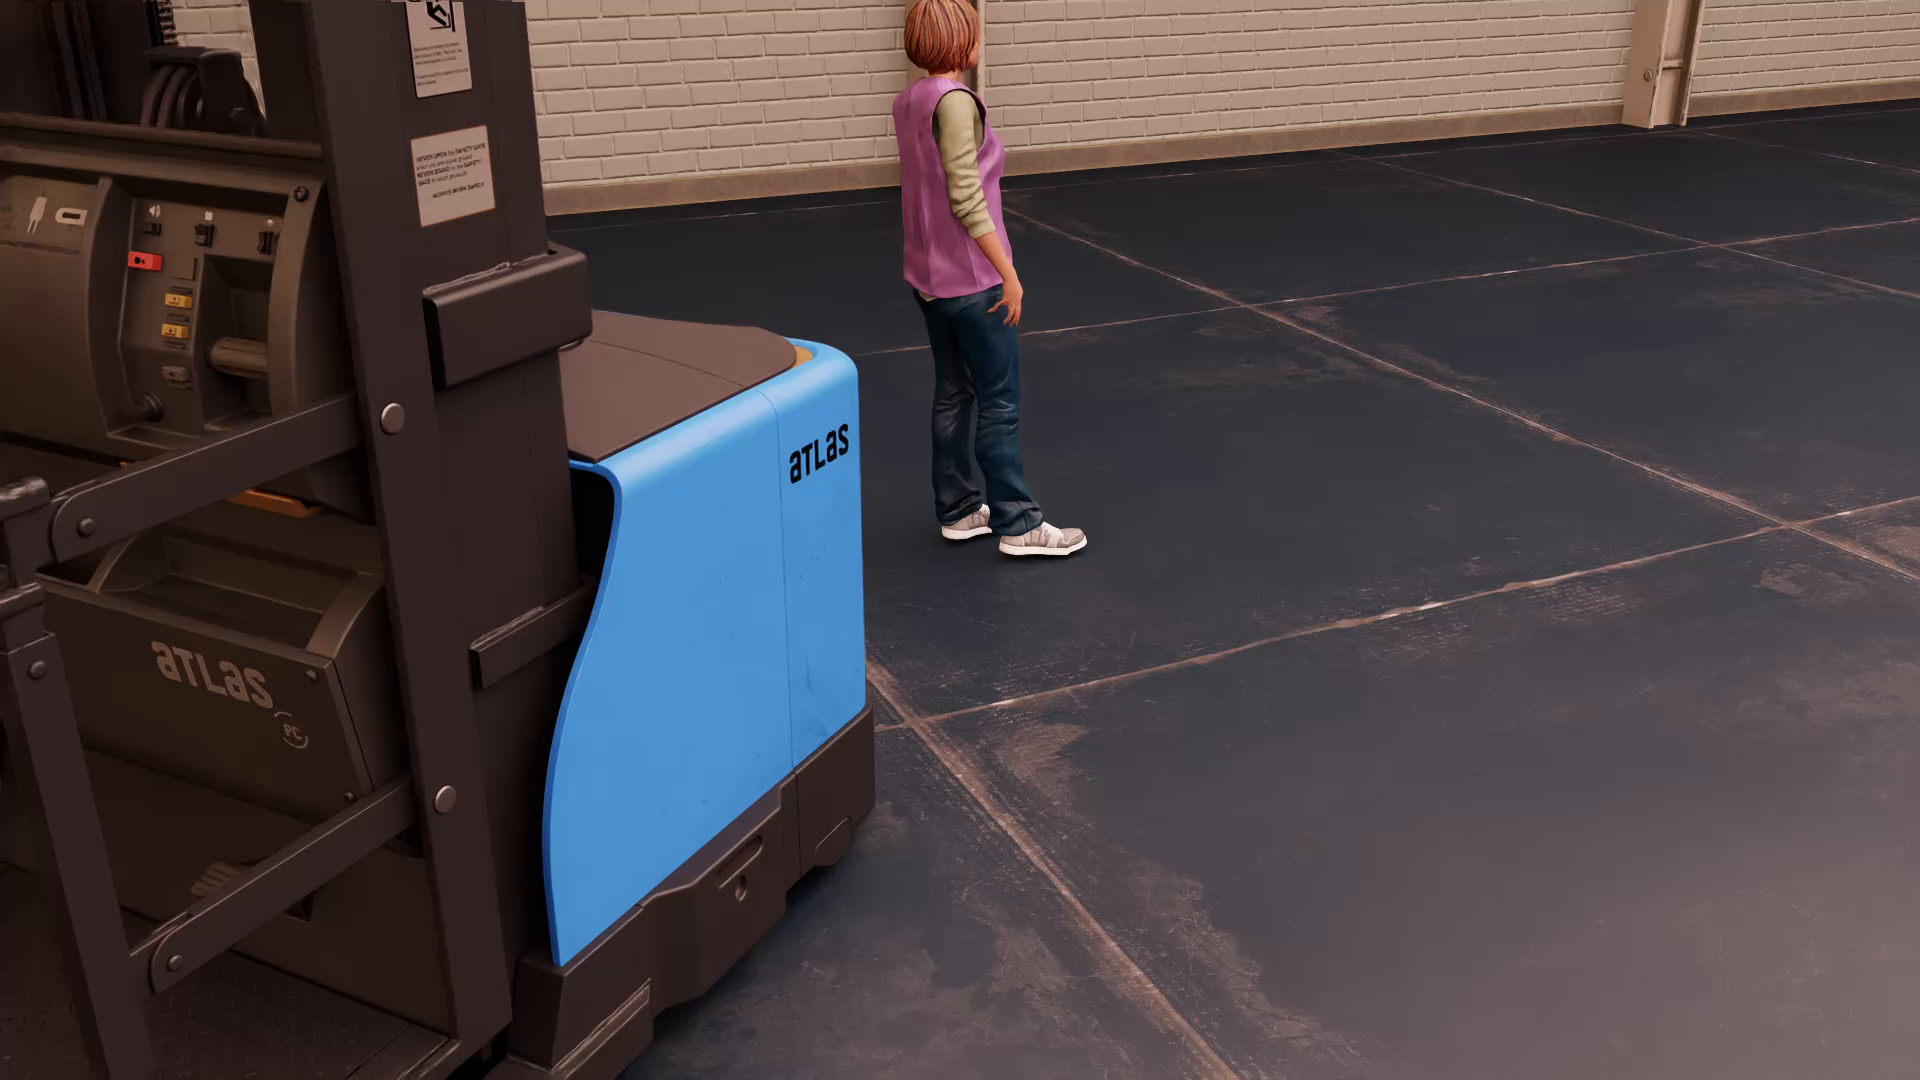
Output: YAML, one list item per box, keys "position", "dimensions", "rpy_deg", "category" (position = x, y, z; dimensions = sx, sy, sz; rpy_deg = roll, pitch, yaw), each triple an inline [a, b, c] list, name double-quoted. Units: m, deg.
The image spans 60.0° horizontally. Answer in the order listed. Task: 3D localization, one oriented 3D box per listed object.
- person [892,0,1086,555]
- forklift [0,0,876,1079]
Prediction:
- position: [0.072, -0.751, 4.815]
  dimensions: [0.475, 1.596, 0.520]
  rpy_deg: [-10, 25, -23]
  category: "person"
- position: [-1.298, -0.317, 2.049]
  dimensions: [1.130, 2.935, 3.031]
  rpy_deg: [11, 25, 25]
  category: "forklift"
